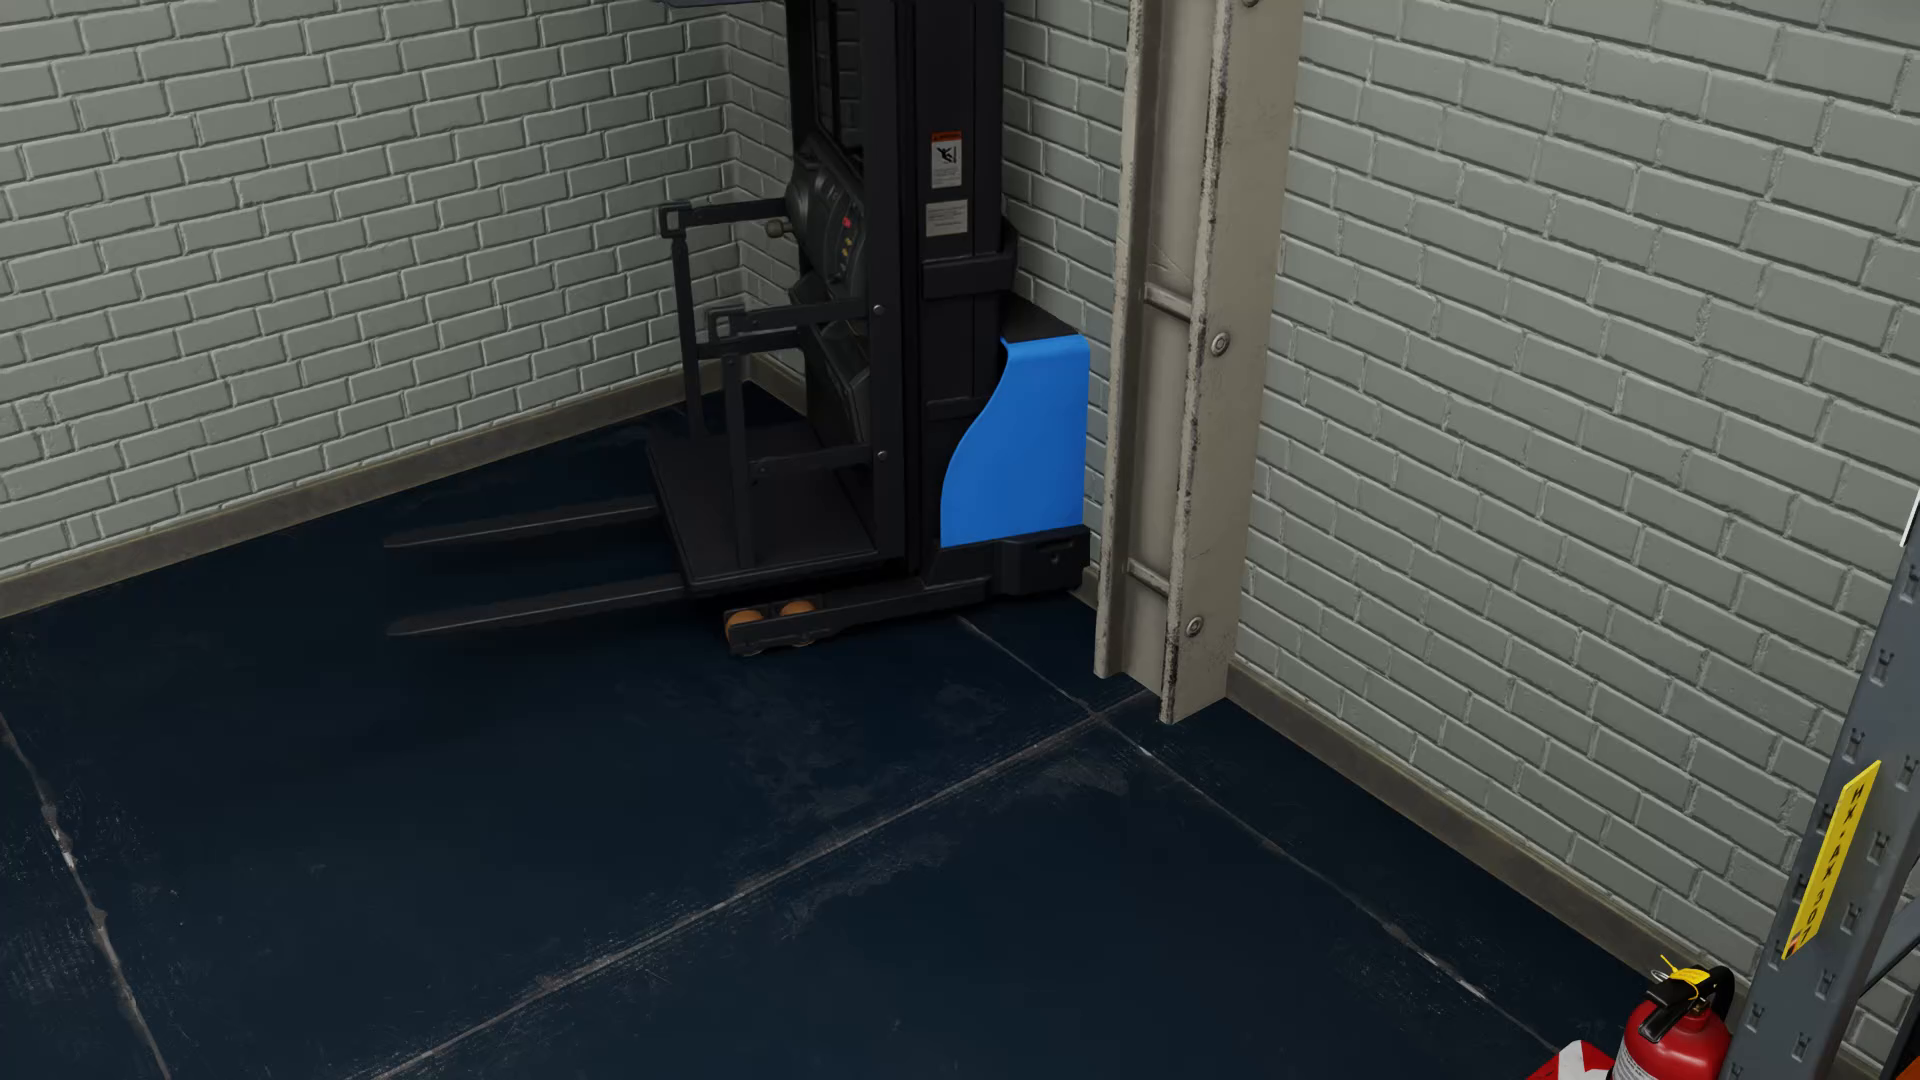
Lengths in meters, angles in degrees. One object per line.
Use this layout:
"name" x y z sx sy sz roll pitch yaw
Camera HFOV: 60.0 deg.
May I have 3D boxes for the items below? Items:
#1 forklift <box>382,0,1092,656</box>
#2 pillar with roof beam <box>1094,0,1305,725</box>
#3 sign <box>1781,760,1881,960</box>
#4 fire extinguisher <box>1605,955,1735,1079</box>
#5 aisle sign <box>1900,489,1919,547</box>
"forklift" -0.656 -1.134 5.799 3.031 2.935 1.130 -10 33 -15
"pillar with roof beam" -2.681 -1.923 1.317 9.100 9.000 0.400 -22 38 -31
"sign" 1.232 0.456 2.352 0.100 0.325 0.005 -22 38 -31
"fire extinguisher" 1.205 0.927 2.840 0.296 0.674 0.183 -22 38 -31
"aisle sign" 1.387 -0.390 2.071 0.394 0.787 0.004 -22 38 -31
